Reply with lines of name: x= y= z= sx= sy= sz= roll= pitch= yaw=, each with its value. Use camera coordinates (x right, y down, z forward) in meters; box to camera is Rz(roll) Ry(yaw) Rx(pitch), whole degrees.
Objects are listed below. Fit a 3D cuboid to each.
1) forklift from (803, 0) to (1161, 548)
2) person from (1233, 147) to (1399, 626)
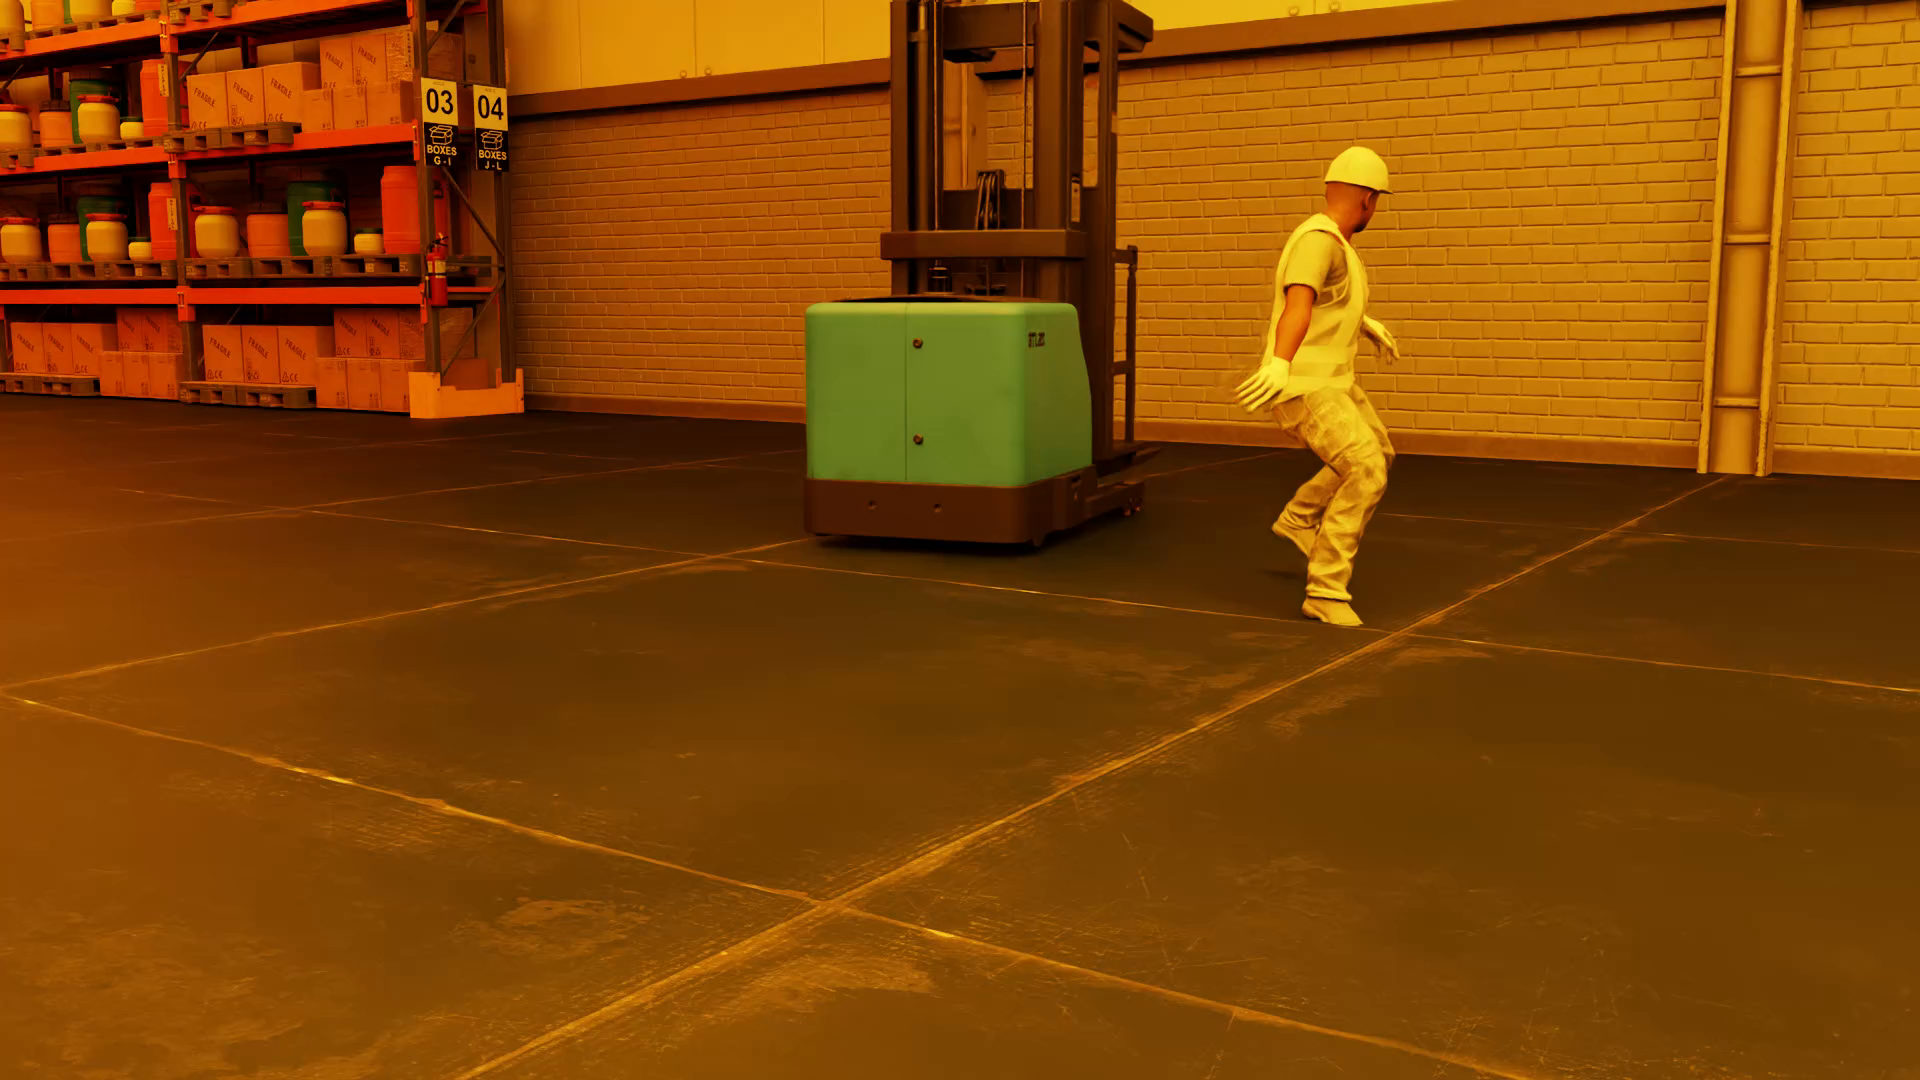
forklift: x=0.317 y=-1.585 z=8.341 sx=1.130 sy=2.935 sz=3.031 roll=3 pitch=9 yaw=21
person: x=1.285 y=-0.536 z=5.895 sx=0.523 sy=1.678 sz=1.237 roll=3 pitch=9 yaw=21
